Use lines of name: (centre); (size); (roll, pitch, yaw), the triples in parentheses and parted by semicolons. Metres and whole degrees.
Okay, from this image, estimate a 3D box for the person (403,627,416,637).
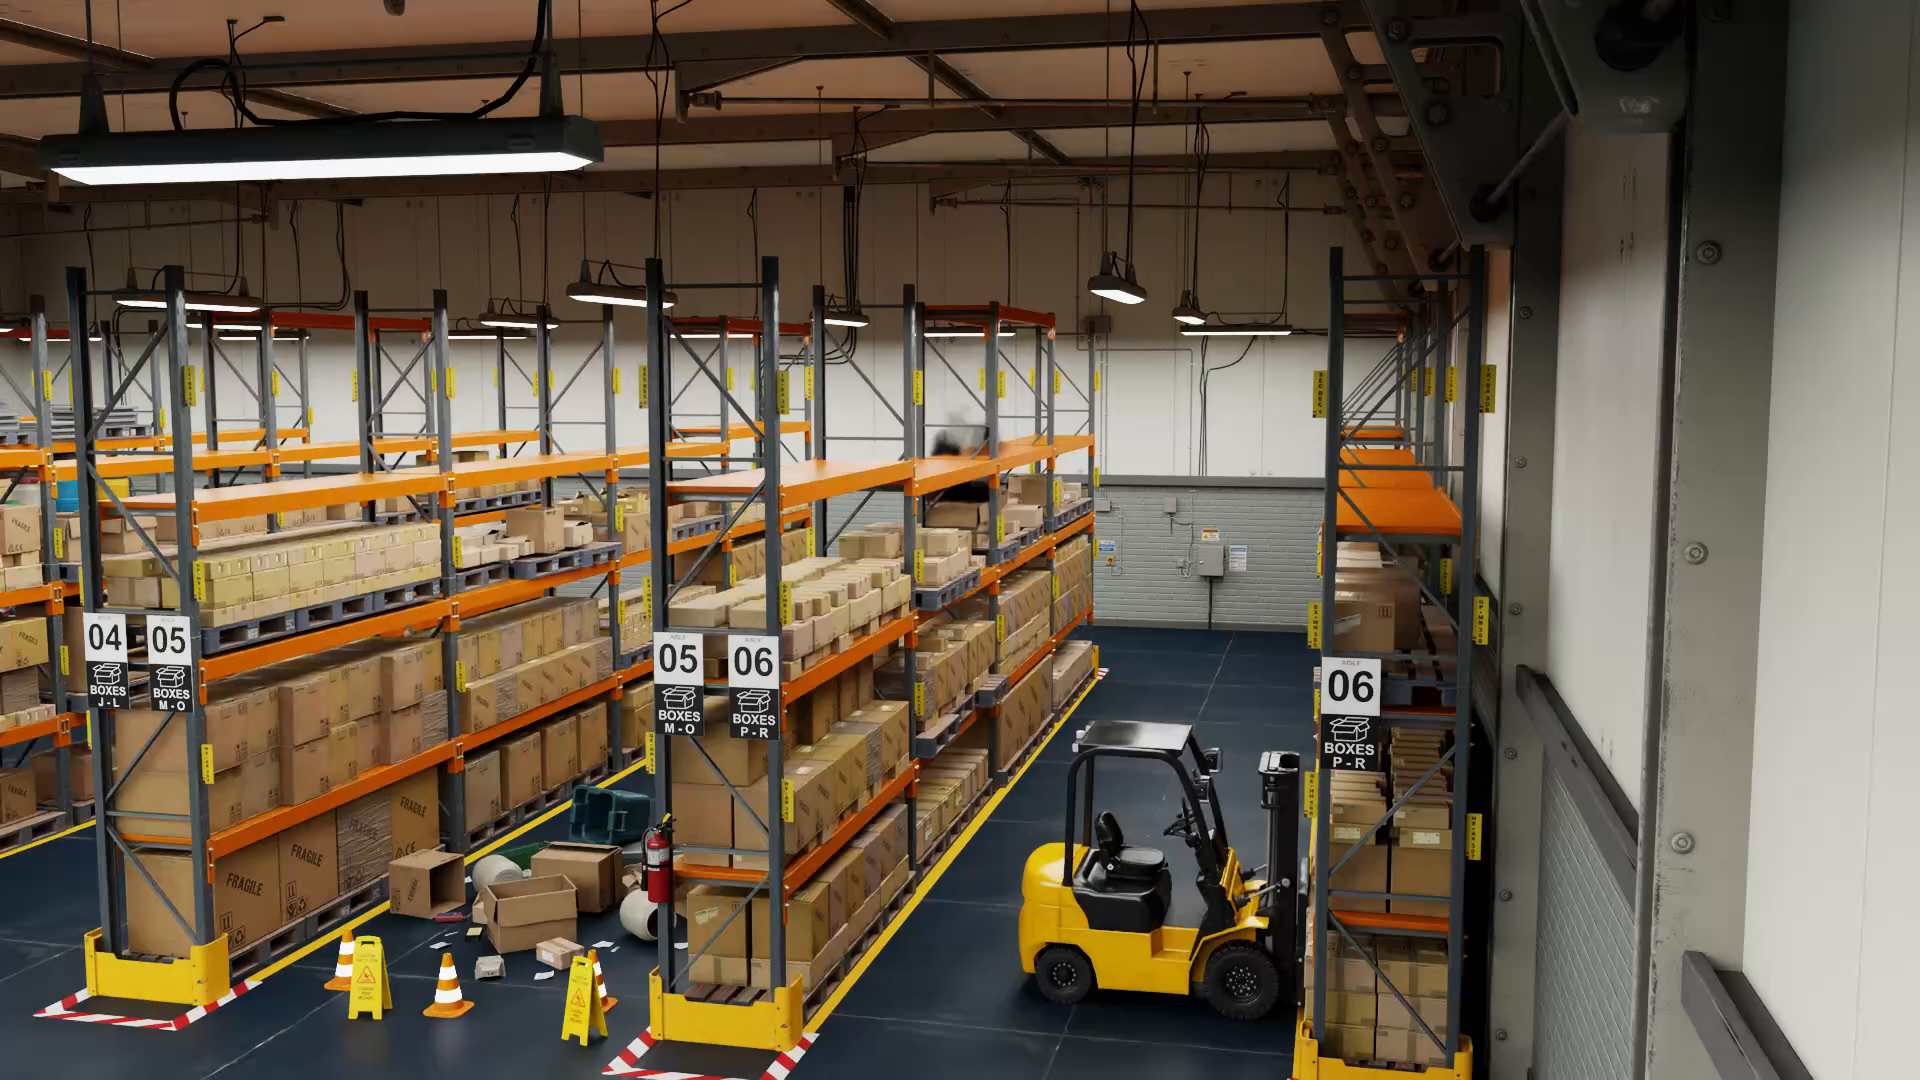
person: (-7.662, 2.012, 23.361); (0.597, 1.615, 0.754); (1, 6, 6)
